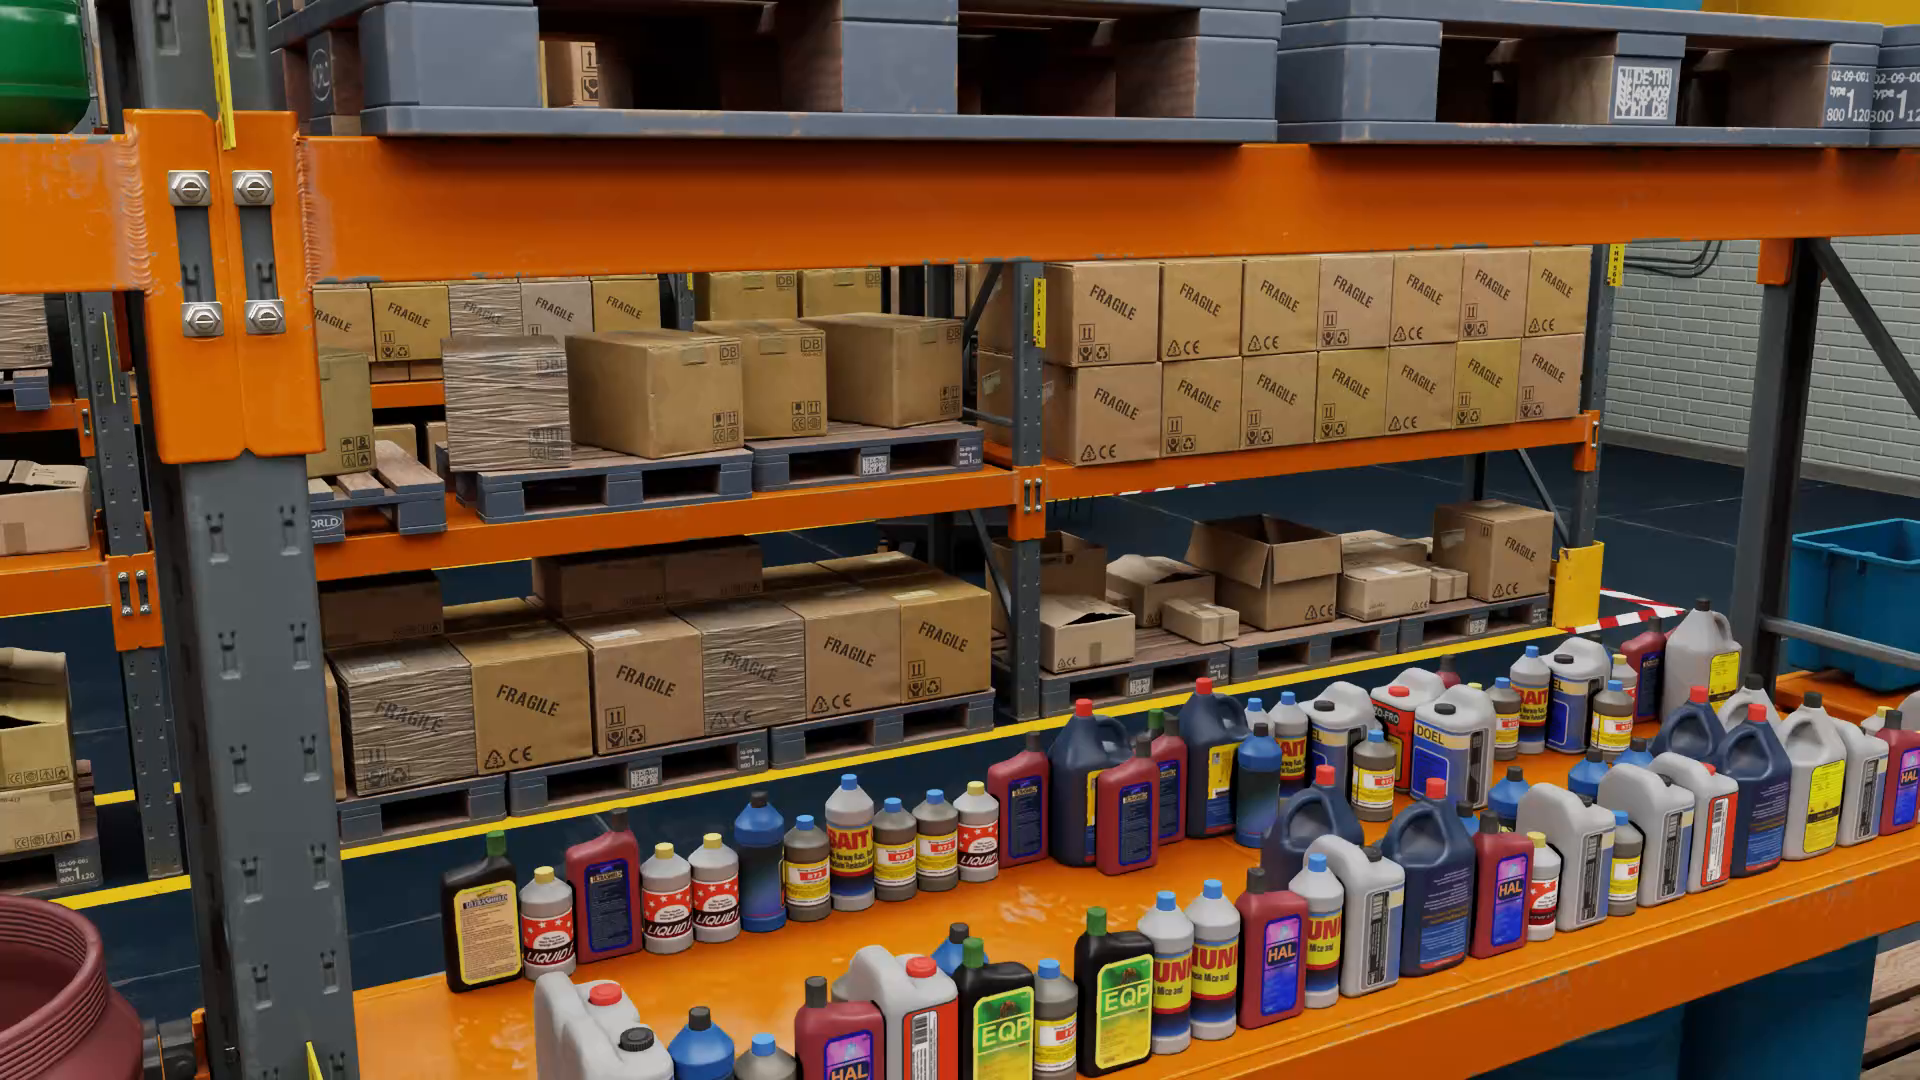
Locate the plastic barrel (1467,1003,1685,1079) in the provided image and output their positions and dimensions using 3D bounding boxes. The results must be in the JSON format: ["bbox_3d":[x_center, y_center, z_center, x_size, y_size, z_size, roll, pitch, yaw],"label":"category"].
[{"bbox_3d":[1.376,1.270,3.957,0.708,0.901,0.600,-7,14,-28],"label":"plastic barrel"}]

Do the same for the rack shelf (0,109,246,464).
[{"bbox_3d":[-2.783,-0.158,1.288,4.000,0.370,1.077,-7,14,-28],"label":"rack shelf"}]

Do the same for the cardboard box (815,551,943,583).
[{"bbox_3d":[-0.428,0.377,8.795,0.500,0.500,0.500,-8,15,-30],"label":"cardboard box"}]

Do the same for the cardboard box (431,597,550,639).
[{"bbox_3d":[-2.235,0.595,7.823,0.500,0.500,0.500,-7,15,-30],"label":"cardboard box"}]

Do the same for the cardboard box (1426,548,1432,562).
[{"bbox_3d":[2.872,0.119,10.701,0.250,0.166,0.380,-7,14,-28],"label":"cardboard box"}]

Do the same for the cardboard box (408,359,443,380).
[{"bbox_3d":[-3.800,-1.233,11.781,0.250,0.149,0.380,-6,14,-26],"label":"cardboard box"}]

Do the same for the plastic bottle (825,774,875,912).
[{"bbox_3d":[-0.223,0.608,3.370,0.097,0.271,0.097,0,13,0],"label":"plastic bottle"}]

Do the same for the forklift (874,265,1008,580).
[{"bbox_3d":[-0.030,-1.293,11.677,1.130,2.935,3.031,1,13,3],"label":"forklift"}]

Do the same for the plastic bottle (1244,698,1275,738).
[{"bbox_3d":[0.678,0.500,3.850,0.097,0.271,0.097,0,13,0],"label":"plastic bottle"}]

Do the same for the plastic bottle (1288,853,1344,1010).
[{"bbox_3d":[0.636,0.695,2.984,0.097,0.271,0.097,0,13,0],"label":"plastic bottle"}]

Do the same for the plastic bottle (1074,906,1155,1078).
[{"bbox_3d":[0.255,0.739,2.759,0.133,0.283,0.061,-7,14,-28],"label":"plastic bottle"}]

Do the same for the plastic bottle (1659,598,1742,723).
[{"bbox_3d":[1.983,0.326,4.443,0.185,0.351,0.144,-7,14,-28],"label":"plastic bottle"}]

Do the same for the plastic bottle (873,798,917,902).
[{"bbox_3d":[-0.137,0.632,3.423,0.097,0.201,0.097,0,13,0],"label":"plastic bottle"}]

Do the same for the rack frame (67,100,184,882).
[{"bbox_3d":[-3.398,-0.211,6.717,0.127,3.000,1.000,-7,14,-28],"label":"rack frame"}]

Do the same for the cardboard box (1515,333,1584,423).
[{"bbox_3d":[3.361,-1.002,10.003,0.500,0.500,0.500,-6,14,-26],"label":"cardboard box"}]

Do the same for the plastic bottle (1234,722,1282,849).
[{"bbox_3d":[0.661,0.538,3.681,0.097,0.271,0.097,0,13,0],"label":"plastic bottle"}]

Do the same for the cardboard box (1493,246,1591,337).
[{"bbox_3d":[3.365,-1.490,9.892,0.500,0.500,0.500,-7,14,-28],"label":"cardboard box"}]

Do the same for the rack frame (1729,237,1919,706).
[{"bbox_3d":[2.483,0.323,4.343,0.127,3.000,1.000,-7,14,-28],"label":"rack frame"}]

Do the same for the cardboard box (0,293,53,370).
[{"bbox_3d":[-6.182,-1.378,10.669,0.500,0.500,0.700,-9,15,-34],"label":"cardboard box"}]

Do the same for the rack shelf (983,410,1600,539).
[{"bbox_3d":[1.868,-0.492,9.601,4.000,0.370,1.077,-7,14,-28],"label":"rack shelf"}]

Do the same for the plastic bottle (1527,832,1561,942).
[{"bbox_3d":[1.118,0.671,3.249,0.097,0.201,0.097,0,13,0],"label":"plastic bottle"}]

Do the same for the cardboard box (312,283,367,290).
[{"bbox_3d":[-4.344,-1.843,11.309,0.500,0.250,0.500,-7,14,-27],"label":"cardboard box"}]

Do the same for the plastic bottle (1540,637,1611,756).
[{"bbox_3d":[1.573,0.397,4.296,0.135,0.276,0.152,-7,14,-28],"label":"plastic bottle"}]

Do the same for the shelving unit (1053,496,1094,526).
[{"bbox_3d":[0.947,-0.714,13.011,0.258,1.200,0.189,-8,25,-33],"label":"shelving unit"}]

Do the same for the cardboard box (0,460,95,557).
[{"bbox_3d":[-3.738,-0.138,6.594,0.500,0.311,0.500,-6,14,-24],"label":"cardboard box"}]

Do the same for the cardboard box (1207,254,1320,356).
[{"bbox_3d":[1.566,-1.273,8.927,0.500,0.500,0.500,-7,15,-30],"label":"cardboard box"}]

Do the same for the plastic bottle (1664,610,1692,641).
[{"bbox_3d":[1.957,0.336,4.550,0.133,0.283,0.061,-7,14,-28],"label":"plastic bottle"}]

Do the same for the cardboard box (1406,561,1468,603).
[{"bbox_3d":[2.866,0.245,10.142,0.250,0.166,0.380,-7,14,-28],"label":"cardboard box"}]

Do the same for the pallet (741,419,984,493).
[{"bbox_3d":[-0.641,-0.476,8.328,1.213,0.211,1.003,-7,14,-28],"label":"pallet"}]

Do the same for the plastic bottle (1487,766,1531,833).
[{"bbox_3d":[1.131,0.597,3.417,0.097,0.271,0.097,0,13,0],"label":"plastic bottle"}]

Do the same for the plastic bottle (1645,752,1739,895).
[{"bbox_3d":[1.529,0.578,3.489,0.135,0.276,0.152,-7,14,-28],"label":"plastic bottle"}]

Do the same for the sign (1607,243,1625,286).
[{"bbox_3d":[3.872,-1.663,9.810,0.005,0.325,0.100,-7,14,-28],"label":"sign"}]

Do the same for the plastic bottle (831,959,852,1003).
[{"bbox_3d":[-0.163,0.786,2.735,0.097,0.201,0.097,0,13,0],"label":"plastic bottle"}]

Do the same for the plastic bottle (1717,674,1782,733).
[{"bbox_3d":[1.764,0.479,3.762,0.185,0.351,0.144,-7,14,-28],"label":"plastic bottle"}]

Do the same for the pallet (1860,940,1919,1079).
[{"bbox_3d":[3.110,1.598,5.026,1.213,0.211,1.003,-7,14,-28],"label":"pallet"}]

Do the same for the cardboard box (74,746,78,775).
[{"bbox_3d":[-3.998,0.924,6.979,0.500,0.250,0.500,-7,14,-28],"label":"cardboard box"}]

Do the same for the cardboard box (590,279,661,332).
[{"bbox_3d":[-2.548,-1.693,12.349,0.500,0.500,0.500,-7,15,-29],"label":"cardboard box"}]

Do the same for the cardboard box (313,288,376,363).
[{"bbox_3d":[-4.326,-1.476,11.387,0.500,0.500,0.500,-7,14,-28],"label":"cardboard box"}]

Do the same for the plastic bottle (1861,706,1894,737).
[{"bbox_3d":[2.216,0.501,4.002,0.097,0.201,0.097,0,13,0],"label":"plastic bottle"}]

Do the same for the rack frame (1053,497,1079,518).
[{"bbox_3d":[0.897,-0.746,13.081,0.240,1.200,0.006,-8,25,-33],"label":"rack frame"}]

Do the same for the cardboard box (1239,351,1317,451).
[{"bbox_3d":[1.579,-0.789,9.055,0.500,0.500,0.500,-7,14,-28],"label":"cardboard box"}]

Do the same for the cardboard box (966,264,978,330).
[{"bbox_3d":[0.171,-2.019,14.067,0.700,0.700,0.980,-7,14,-28],"label":"cardboard box"}]

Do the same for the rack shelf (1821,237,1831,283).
[{"bbox_3d":[4.239,-1.000,5.028,4.000,0.370,1.077,-7,14,-28],"label":"rack shelf"}]

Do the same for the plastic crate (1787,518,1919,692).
[{"bbox_3d":[2.729,0.186,4.849,0.575,0.384,0.392,-7,14,-28],"label":"plastic crate"}]

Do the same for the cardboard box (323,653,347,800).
[{"bbox_3d":[-2.861,0.801,6.911,0.500,0.500,0.500,-6,14,-25],"label":"cardboard box"}]

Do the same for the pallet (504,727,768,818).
[{"bbox_3d":[-1.655,0.950,7.906,1.213,0.211,1.003,-7,14,-28],"label":"pallet"}]

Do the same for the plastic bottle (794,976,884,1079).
[{"bbox_3d":[-0.183,0.791,2.526,0.133,0.283,0.061,-7,14,-28],"label":"plastic bottle"}]

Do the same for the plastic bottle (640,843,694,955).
[{"bbox_3d":[-0.565,0.683,3.196,0.097,0.201,0.097,0,13,0],"label":"plastic bottle"}]

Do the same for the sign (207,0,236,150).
[{"bbox_3d":[-0.758,-0.564,1.688,0.005,0.325,0.100,-7,14,-28],"label":"sign"}]

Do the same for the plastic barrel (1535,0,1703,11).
[{"bbox_3d":[1.058,-1.381,2.984,0.708,0.901,0.600,-7,14,-28],"label":"plastic barrel"}]

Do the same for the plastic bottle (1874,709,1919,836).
[{"bbox_3d":[2.111,0.517,3.748,0.133,0.283,0.061,-7,14,-28],"label":"plastic bottle"}]

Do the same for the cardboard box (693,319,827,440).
[{"bbox_3d":[-0.983,-0.795,8.124,0.500,0.500,0.700,-4,13,-19],"label":"cardboard box"}]

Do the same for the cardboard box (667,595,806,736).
[{"bbox_3d":[-1.061,0.583,7.879,0.500,0.500,0.500,-7,14,-27],"label":"cardboard box"}]

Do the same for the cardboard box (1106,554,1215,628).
[{"bbox_3d":[1.136,0.271,9.693,0.500,0.311,0.500,-7,14,-28],"label":"cardboard box"}]

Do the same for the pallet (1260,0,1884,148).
[{"bbox_3d":[0.848,-0.827,3.052,1.213,0.211,1.003,-7,14,-28],"label":"pallet"}]
